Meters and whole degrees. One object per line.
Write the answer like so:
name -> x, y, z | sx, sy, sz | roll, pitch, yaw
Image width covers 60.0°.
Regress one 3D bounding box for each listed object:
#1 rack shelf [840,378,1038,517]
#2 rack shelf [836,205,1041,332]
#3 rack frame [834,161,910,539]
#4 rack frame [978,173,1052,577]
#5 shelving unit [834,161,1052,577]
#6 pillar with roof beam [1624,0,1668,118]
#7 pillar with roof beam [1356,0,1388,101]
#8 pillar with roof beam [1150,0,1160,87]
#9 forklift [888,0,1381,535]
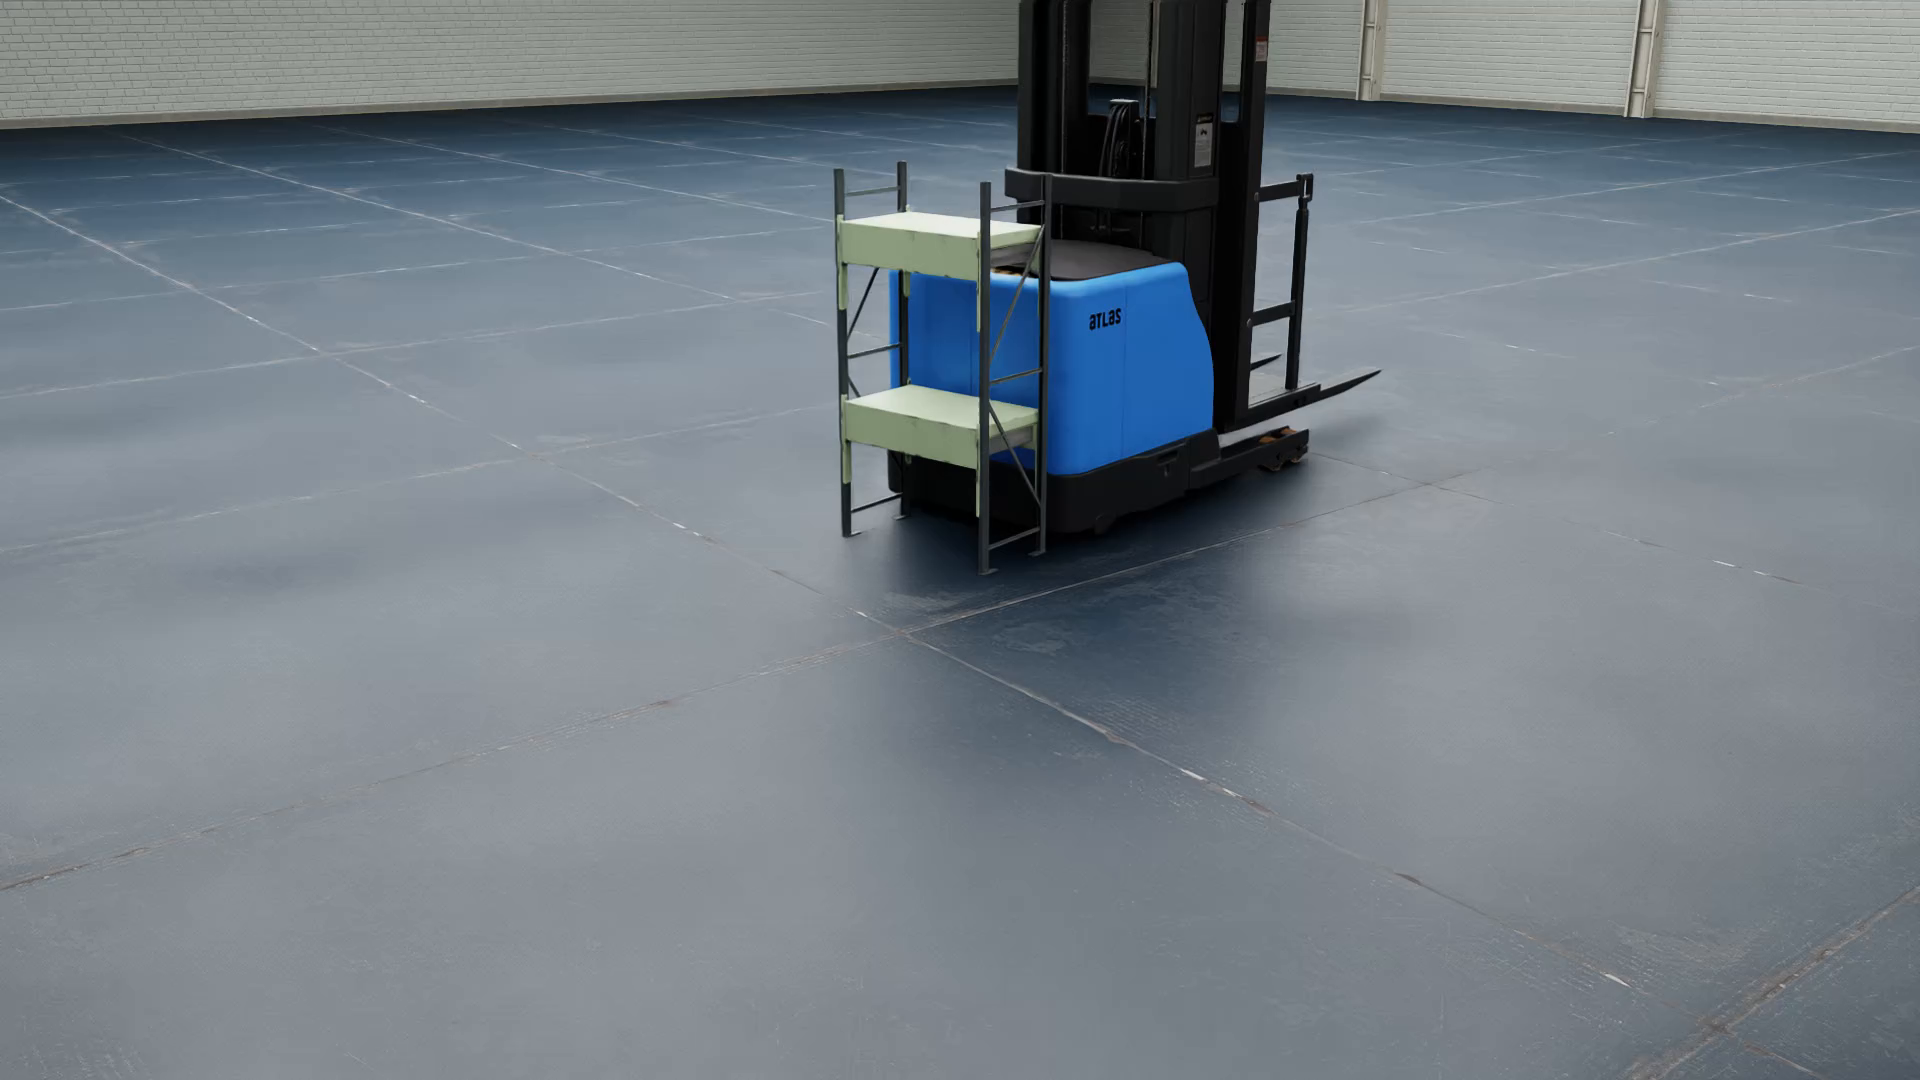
rack shelf -> -0.072, -0.384, 6.673 | 0.720, 0.370, 0.431 | 15, 23, 38
rack shelf -> -0.072, -1.064, 6.448 | 0.720, 0.370, 0.431 | 15, 23, 38
rack frame -> -0.352, -0.768, 6.794 | 0.023, 1.500, 0.400 | 15, 23, 38
rack frame -> 0.209, -0.620, 6.347 | 0.023, 1.500, 0.400 | 15, 23, 38
shelving unit -> -0.072, -0.694, 6.571 | 0.755, 1.500, 0.431 | 15, 23, 38
pillar with roof beam -> 8.716, -10.973, 25.686 | 9.100, 9.000, 0.400 | -14, 23, -36
pillar with roof beam -> 4.991, -12.452, 30.151 | 9.100, 9.000, 0.400 | -14, 23, -36
pillar with roof beam -> 1.266, -13.930, 34.616 | 9.100, 9.000, 0.400 | -14, 23, -36
forklift -> 1.024, -1.804, 7.648 | 1.130, 2.935, 3.031 | 15, 24, 38
